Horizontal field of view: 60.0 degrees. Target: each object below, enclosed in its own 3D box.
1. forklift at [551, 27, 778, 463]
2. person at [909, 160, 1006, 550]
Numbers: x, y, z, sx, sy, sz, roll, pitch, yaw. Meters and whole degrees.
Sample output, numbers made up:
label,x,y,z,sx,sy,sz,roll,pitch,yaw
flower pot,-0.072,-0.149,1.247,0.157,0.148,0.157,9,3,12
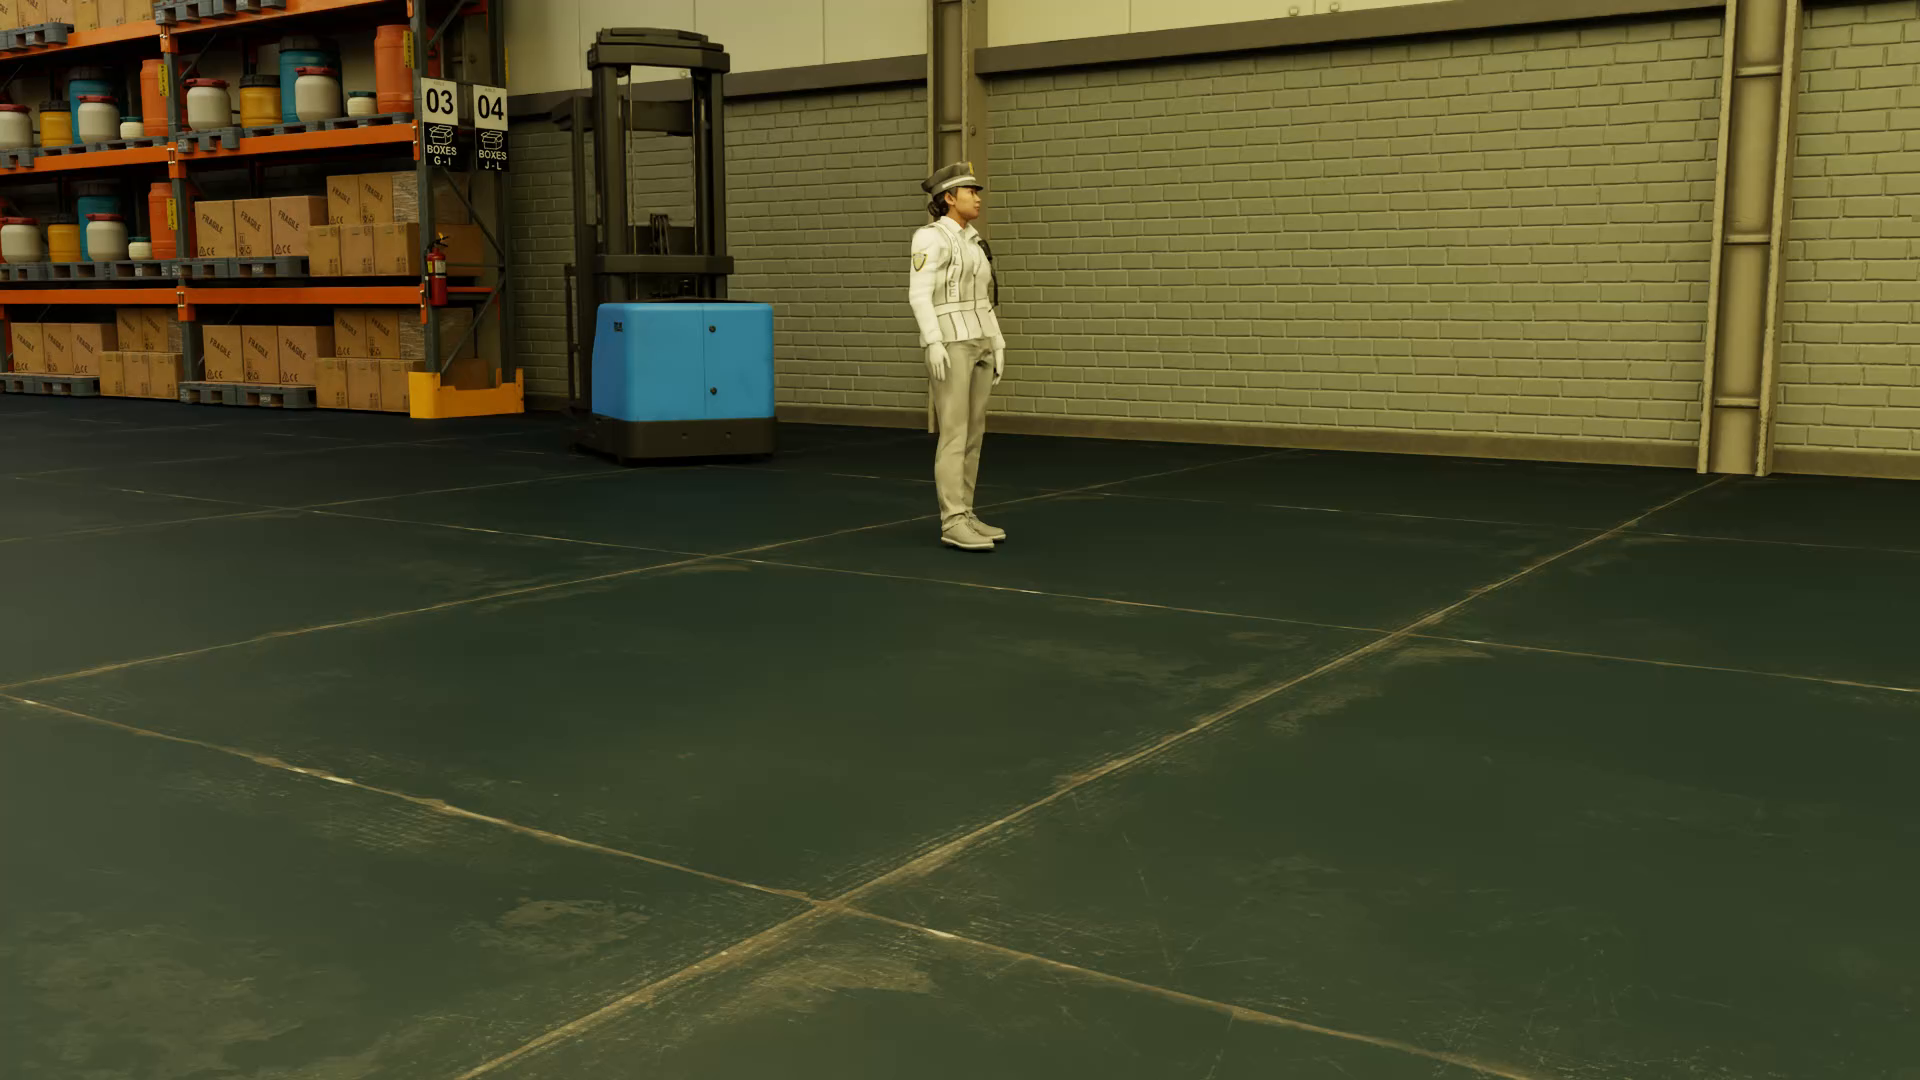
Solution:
label,x,y,z,sx,sy,sz,roll,pitch,yaw
forklift,-2.322,-2.130,12.170,1.130,2.935,3.031,-4,9,-25
person,0.053,-0.840,7.440,0.531,1.695,0.588,5,10,34
